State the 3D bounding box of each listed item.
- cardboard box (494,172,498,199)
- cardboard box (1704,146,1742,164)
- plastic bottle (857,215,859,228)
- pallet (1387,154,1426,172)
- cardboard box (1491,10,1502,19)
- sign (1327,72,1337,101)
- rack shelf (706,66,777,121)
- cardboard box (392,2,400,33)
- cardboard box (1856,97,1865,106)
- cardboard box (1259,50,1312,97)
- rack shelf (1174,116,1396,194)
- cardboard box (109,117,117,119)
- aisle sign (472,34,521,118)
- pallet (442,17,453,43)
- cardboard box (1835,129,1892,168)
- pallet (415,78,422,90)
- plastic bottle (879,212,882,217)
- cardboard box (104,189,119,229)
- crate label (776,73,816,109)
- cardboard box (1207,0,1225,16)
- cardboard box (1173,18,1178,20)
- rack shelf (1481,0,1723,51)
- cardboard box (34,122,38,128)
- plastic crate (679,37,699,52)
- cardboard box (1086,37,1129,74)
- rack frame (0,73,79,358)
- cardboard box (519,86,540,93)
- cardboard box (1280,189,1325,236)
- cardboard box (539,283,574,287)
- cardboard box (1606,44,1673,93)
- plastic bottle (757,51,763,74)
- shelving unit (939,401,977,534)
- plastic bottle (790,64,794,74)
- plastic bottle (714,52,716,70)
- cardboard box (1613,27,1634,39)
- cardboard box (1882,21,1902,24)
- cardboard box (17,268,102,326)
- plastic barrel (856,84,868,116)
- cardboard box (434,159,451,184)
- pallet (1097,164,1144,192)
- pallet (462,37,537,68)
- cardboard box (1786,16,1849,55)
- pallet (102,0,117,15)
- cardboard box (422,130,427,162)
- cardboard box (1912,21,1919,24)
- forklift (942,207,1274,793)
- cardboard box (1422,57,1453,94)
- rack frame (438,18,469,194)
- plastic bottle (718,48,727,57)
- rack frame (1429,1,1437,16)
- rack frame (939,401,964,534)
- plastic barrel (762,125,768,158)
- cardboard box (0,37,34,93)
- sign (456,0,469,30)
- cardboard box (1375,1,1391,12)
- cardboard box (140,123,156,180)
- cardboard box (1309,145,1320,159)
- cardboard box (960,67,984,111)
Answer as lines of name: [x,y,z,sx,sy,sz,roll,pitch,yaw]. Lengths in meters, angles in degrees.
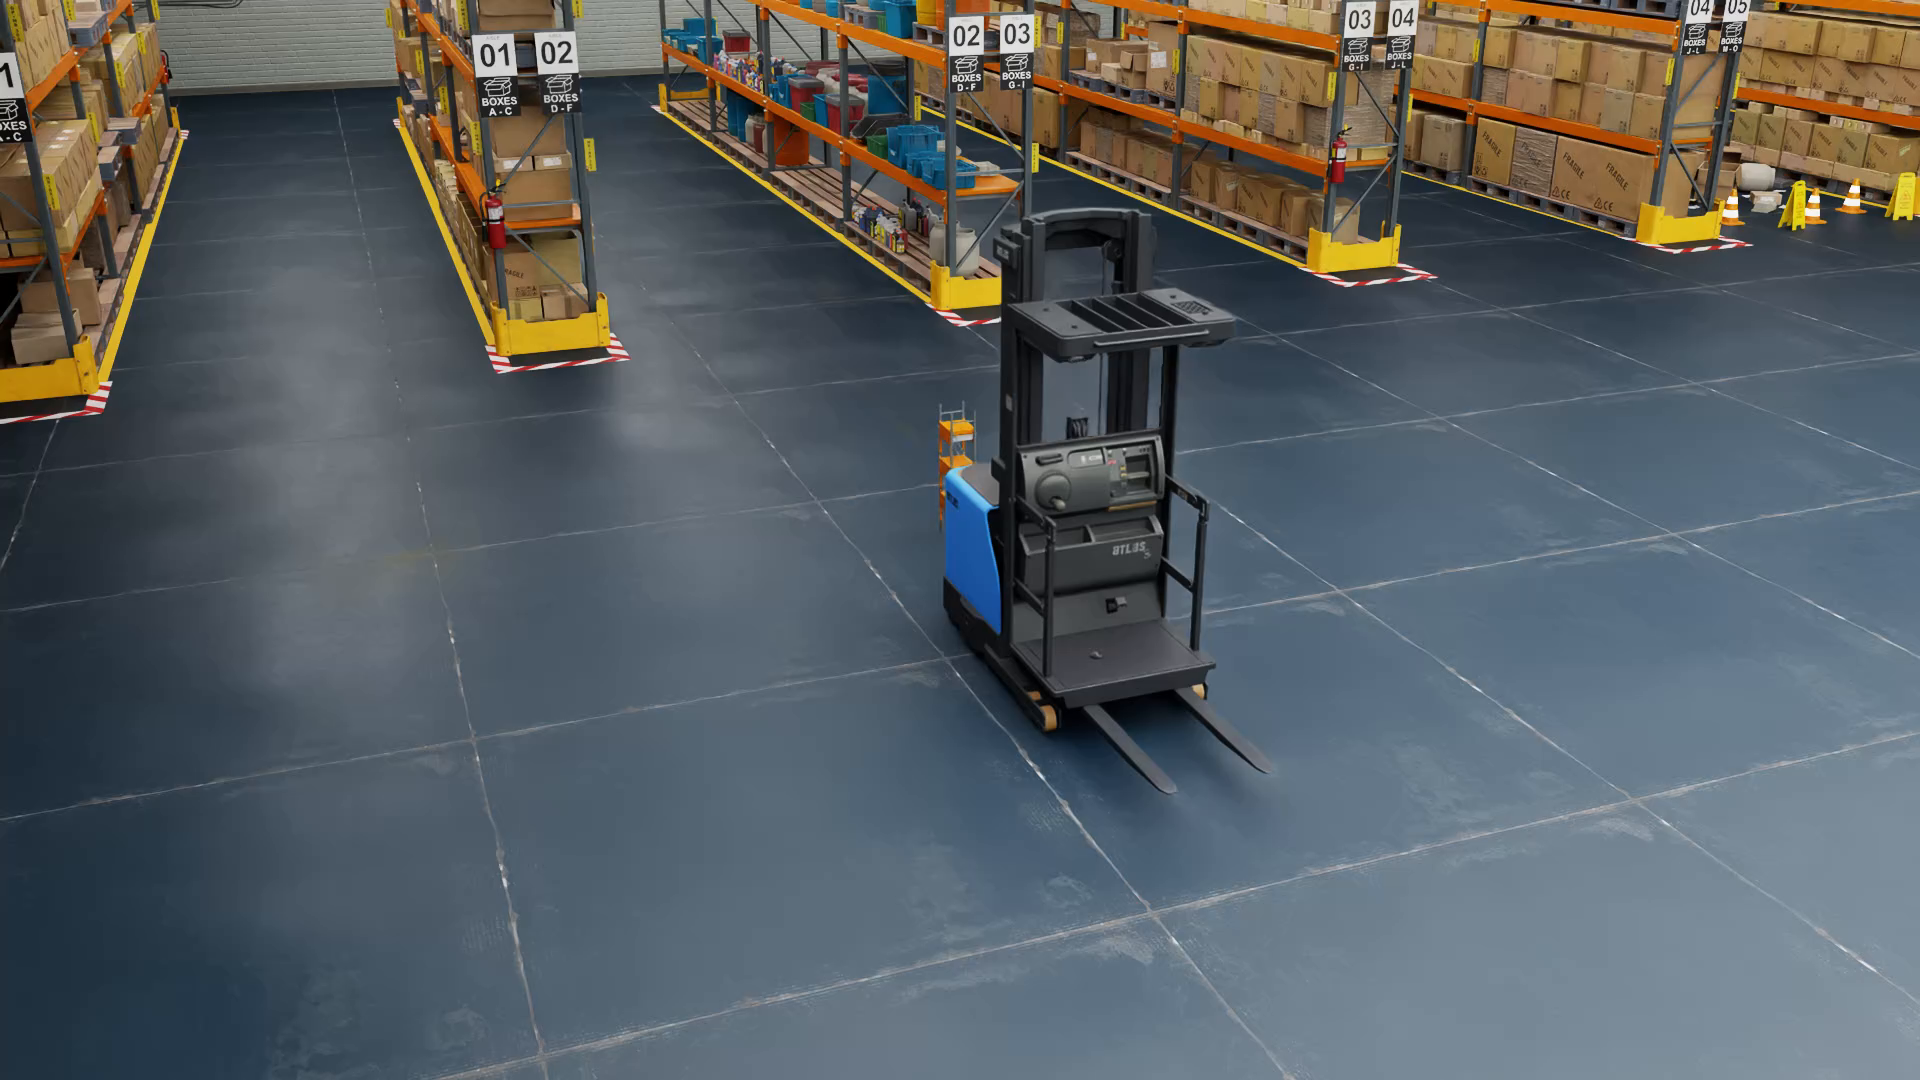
cardboard box: [-4.655,-3.845,17.881,0.700,0.500,0.500,-8,24,-18]
cardboard box: [11.920,-5.881,26.057,0.500,0.500,0.500,8,24,18]
plastic bottle: [-1.316,-4.232,21.965,0.097,0.201,0.097,0,23,0]
pallet: [7.441,-6.321,27.475,1.003,0.211,1.213,-8,24,-19]
cardboard box: [10.444,-10.272,31.842,0.500,0.500,0.500,-9,24,-20]
sign: [4.430,-5.405,19.814,0.100,0.325,0.005,-8,24,-19]
rack shelf: [-3.210,-7.417,27.412,1.077,0.370,4.000,-8,24,-19]
cardboard box: [-9.691,-9.189,29.272,0.500,0.500,0.500,-8,24,-18]
cardboard box: [13.553,-6.520,24.680,0.380,0.149,0.250,-8,24,-18]
cardboard box: [4.175,-5.967,21.247,0.500,0.500,0.500,-8,24,-19]
rack shelf: [4.250,-5.190,22.128,1.077,0.370,4.000,-8,24,-19]
cardboard box: [-11.671,-5.708,22.727,0.380,0.149,0.250,-9,24,-20]
aisle sign: [-4.564,-4.571,16.385,0.394,0.787,0.004,-8,24,-19]
pallet: [-5.400,-5.925,19.198,1.003,0.211,1.213,-8,24,-19]
cardboard box: [13.513,-5.871,24.851,0.500,0.500,0.500,-7,24,-17]
pallet: [-7.830,-6.961,25.651,1.003,0.211,1.213,-8,24,-19]
plastic bottle: [-1.029,-4.128,21.628,0.097,0.271,0.097,0,23,0]
cardboard box: [-11.395,-4.256,21.638,0.700,0.500,0.500,-8,24,-19]
crate label: [-2.405,-6.640,24.597,0.502,0.435,0.616,-8,24,-19]
cardboard box: [3.654,-7.171,22.233,0.500,0.250,0.500,-9,24,-19]
cardboard box: [4.601,-10.489,33.261,0.500,0.500,0.500,-8,24,-19]
rack shelf: [8.926,-7.216,23.073,1.077,0.370,4.000,-8,24,-19]
cardboard box: [-10.388,-4.296,18.281,0.500,0.500,0.500,-9,24,-20]
plastic crate: [-4.979,-9.157,30.752,0.416,0.233,0.300,-8,24,-19]
cardboard box: [2.359,-7.750,26.607,0.500,0.500,0.500,-12,25,-25]
rack frame: [-8.945,-2.756,15.426,1.000,3.000,0.127,-8,24,-19]
cardboard box: [-4.854,-4.645,18.109,0.700,0.500,0.500,-8,24,-19]
cardboard box: [4.508,-4.278,21.716,0.500,0.500,0.500,-2,23,-5]
cardboard box: [-4.474,-2.770,18.459,0.500,0.250,0.500,-8,24,-19]
cardboard box: [9.257,-6.333,22.329,0.875,0.550,0.550,-8,24,-19]
plastic bottle: [-3.355,-8.077,28.114,0.144,0.351,0.185,-8,24,-19]
shelving unit: [-0.019,-0.503,12.592,0.215,1.050,0.252,-8,24,-19]
plastic bottle: [-2.719,-7.596,27.060,0.061,0.283,0.133,-8,24,-19]
plastic bottle: [-4.186,-8.230,28.564,0.061,0.283,0.133,-8,24,-19]
cardboard box: [11.728,-8.862,28.862,0.500,0.500,0.500,-8,24,-18]
cardboard box: [16.649,-9.189,29.726,0.380,0.149,0.250,-8,24,-19]
cardboard box: [-9.519,-2.551,17.592,0.700,0.500,0.500,-10,25,-22]
plastic barrel: [-1.223,-6.009,22.970,0.433,0.535,0.433,0,23,0]
cardboard box: [-7.228,-5.298,23.735,0.500,0.311,0.500,-7,24,-17]
pallet: [2.832,-5.690,25.978,1.003,0.211,1.213,-8,24,-19]
pallet: [-4.538,-5.039,17.095,1.003,0.211,1.213,-8,24,-19]
cardboard box: [13.079,-7.687,25.328,0.700,0.500,0.500,-9,24,-20]
pallet: [-12.049,-7.185,22.315,1.213,0.211,1.003,-7,24,-17]
cardboard box: [-8.240,-6.264,26.401,0.500,0.500,0.500,-8,24,-18]
cardboard box: [17.226,-9.172,29.685,0.380,0.149,0.250,-8,24,-19]
forklift: [0.879,-0.381,9.880,1.130,2.935,3.031,-8,24,-19]
cardboard box: [7.606,-7.275,26.019,0.500,0.500,0.500,-9,24,-20]
rack frame: [-5.725,-4.890,20.491,1.000,3.000,0.127,-8,24,-19]
plastic bottle: [-4.081,-8.266,28.562,0.144,0.351,0.185,-8,24,-19]
rack frame: [9.988,-10.515,33.835,1.000,3.000,0.127,-8,24,-19]
rack frame: [-0.062,-0.548,12.697,0.200,1.050,0.008,-8,24,-19]
plastic barrel: [-2.975,-6.437,26.824,0.421,0.512,0.421,0,23,0]
cardboard box: [-8.830,-4.349,15.190,0.500,0.500,0.500,-8,24,-18]
sign: [-4.825,-5.121,16.138,0.100,0.325,0.005,-8,24,-19]
cardboard box: [5.075,-6.423,19.946,0.380,0.149,0.250,-9,24,-19]
cardboard box: [-12.517,-5.778,24.824,0.750,0.750,0.750,-8,24,-17]
cardboard box: [4.575,-4.845,20.707,0.380,0.149,0.250,-8,24,-19]
cardboard box: [0.559,-8.620,31.535,0.875,0.875,0.875,-8,24,-19]
